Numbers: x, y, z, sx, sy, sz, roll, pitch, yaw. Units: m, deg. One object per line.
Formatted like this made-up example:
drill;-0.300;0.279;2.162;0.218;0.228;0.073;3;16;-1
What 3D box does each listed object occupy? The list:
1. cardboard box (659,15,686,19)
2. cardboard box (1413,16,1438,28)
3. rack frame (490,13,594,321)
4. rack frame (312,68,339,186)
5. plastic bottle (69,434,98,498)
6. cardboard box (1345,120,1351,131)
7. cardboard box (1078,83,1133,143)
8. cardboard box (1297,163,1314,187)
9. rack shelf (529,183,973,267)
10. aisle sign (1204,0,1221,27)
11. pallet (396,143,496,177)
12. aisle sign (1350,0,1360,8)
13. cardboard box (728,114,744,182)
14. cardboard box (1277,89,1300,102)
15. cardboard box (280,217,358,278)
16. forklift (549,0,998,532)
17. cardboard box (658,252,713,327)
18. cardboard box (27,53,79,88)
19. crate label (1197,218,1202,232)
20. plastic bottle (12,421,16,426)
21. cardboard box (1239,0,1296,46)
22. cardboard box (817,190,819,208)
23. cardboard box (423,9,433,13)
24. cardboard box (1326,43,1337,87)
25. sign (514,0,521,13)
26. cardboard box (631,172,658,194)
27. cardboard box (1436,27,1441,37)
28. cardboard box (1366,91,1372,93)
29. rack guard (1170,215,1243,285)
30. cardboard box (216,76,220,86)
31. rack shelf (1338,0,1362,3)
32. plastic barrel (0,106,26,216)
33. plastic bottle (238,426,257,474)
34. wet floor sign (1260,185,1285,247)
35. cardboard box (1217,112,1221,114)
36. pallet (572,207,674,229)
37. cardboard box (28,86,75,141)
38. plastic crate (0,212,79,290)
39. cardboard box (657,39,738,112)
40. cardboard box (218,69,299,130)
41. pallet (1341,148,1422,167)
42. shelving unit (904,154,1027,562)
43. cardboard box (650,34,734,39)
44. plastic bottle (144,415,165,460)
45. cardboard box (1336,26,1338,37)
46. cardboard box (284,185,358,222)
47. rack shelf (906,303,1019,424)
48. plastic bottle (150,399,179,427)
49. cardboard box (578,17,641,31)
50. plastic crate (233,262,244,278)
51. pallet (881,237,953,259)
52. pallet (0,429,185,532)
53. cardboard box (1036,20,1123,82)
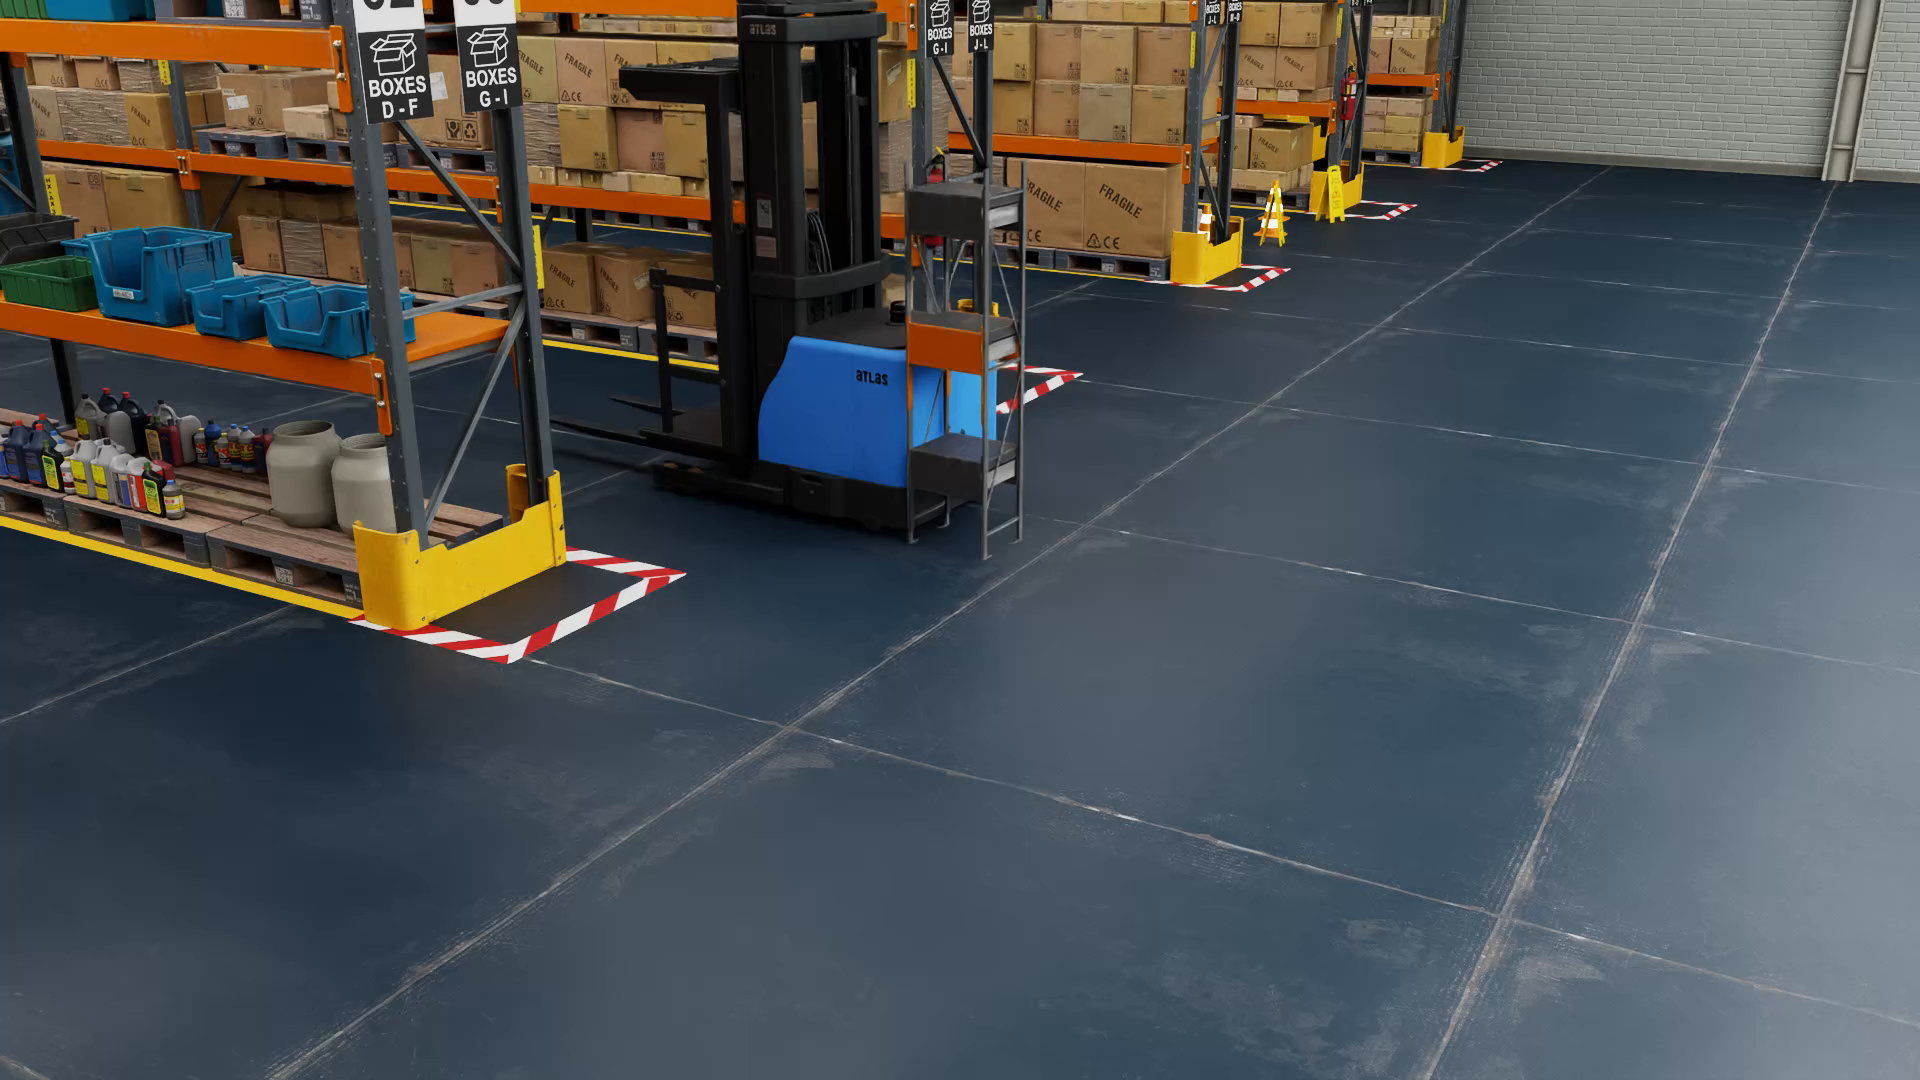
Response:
cardboard box;-4.099;-7.694;24.565;0.500;0.500;0.500;10;22;26
cardboard box;6.787;-7.552;24.251;0.250;0.149;0.380;11;23;27
rack frame;-3.540;-3.300;14.063;0.127;3.000;1.000;11;23;27
rack frame;-8.017;-6.090;21.755;0.127;3.000;1.000;11;23;27
plastic bottle;-4.918;-0.427;9.383;0.185;0.351;0.144;11;22;27
cardboard box;5.731;-6.357;25.175;0.500;0.250;0.500;10;22;26
cardboard box;1.622;-4.298;16.596;0.550;0.550;0.875;11;23;27
cardboard box;4.215;-4.706;21.357;0.500;0.250;0.500;11;22;27
rack shelf;-1.794;-2.629;13.269;4.000;0.370;1.077;11;23;27
aisle sign;2.375;-5.215;15.532;0.004;0.787;0.394;11;23;27
pallet;-4.137;-3.380;14.566;1.213;0.211;1.003;11;23;27
aisle sign;4.697;-6.710;19.653;0.004;0.787;0.394;11;23;27
cardboard box;-1.425;-3.065;12.832;0.500;0.500;0.875;11;23;27
cardboard box;4.079;-5.474;20.427;0.250;0.149;0.380;10;22;27
cardboard box;-5.947;-2.803;15.714;0.500;0.500;0.700;9;22;23
forklift;-1.285;-1.788;9.995;3.031;2.935;1.130;12;23;31
cardboard box;-2.127;-2.071;13.725;0.500;0.500;0.500;9;22;23
cardboard box;-8.819;-4.829;16.661;0.637;0.503;0.797;12;23;29
crate label;2.819;-3.652;19.232;0.298;0.136;0.250;0;20;-1
plastic bottle;-5.544;-0.558;9.843;0.133;0.283;0.061;11;23;27
cardboard box;3.794;-6.348;20.418;0.500;0.500;0.700;11;23;28
cardboard box;-0.859;-2.571;12.421;0.250;0.149;0.380;11;23;27
cardboard box;-8.449;-8.514;26.825;0.500;0.500;0.500;10;22;26
cardboard box;4.507;-5.933;20.740;0.500;0.500;0.500;10;22;26
sign;-2.192;-2.738;8.101;0.005;0.325;0.100;11;23;27
cardboard box;-2.396;-2.856;13.208;0.250;0.149;0.380;11;23;27
cardboard box;7.033;-7.549;24.679;0.250;0.149;0.380;10;22;26
cardboard box;6.006;-6.743;25.505;0.500;0.250;0.500;11;22;27
rack guard;2.480;-2.915;16.669;0.348;0.500;1.175;11;23;27
cardboard box;-9.781;-6.188;22.395;0.250;0.149;0.380;11;23;28
rack shelf;3.039;-6.989;20.891;4.000;0.370;1.077;11;23;27
plastic barrel;-6.145;-2.216;10.339;0.708;0.901;0.600;11;23;27
plastic bottle;-4.194;-0.536;9.799;0.097;0.271;0.097;0;20;0
wet floor sign;3.450;-3.572;18.267;0.232;0.644;0.267;7;21;18
cardboard box;3.158;-5.331;21.028;0.250;0.149;0.380;12;23;30
pallet;-3.874;-3.961;19.974;1.213;0.211;1.003;11;23;27
cardboard box;-8.915;-4.275;16.606;0.500;0.500;0.500;11;23;28
plastic crate;-5.561;-1.671;9.665;0.504;0.338;0.767;11;23;27
cardboard box;-1.956;-3.560;12.732;0.500;0.500;0.500;11;23;27
cardboard box;-6.541;-4.132;15.594;0.500;0.500;0.500;8;21;21
pallet;6.514;-5.867;25.230;1.213;0.211;1.003;11;23;27
shelving unit;0.029;-0.972;8.965;0.503;2.100;0.431;13;23;31
cardboard box;-2.140;-3.798;13.387;0.500;0.500;0.500;11;23;27
plastic bottle;-4.831;-0.614;9.996;0.133;0.283;0.061;11;23;27
cardboard box;5.631;-7.595;24.807;0.250;0.149;0.380;11;23;28
cardboard box;-5.965;-3.162;15.603;0.500;0.250;0.500;14;24;33
rack shelf;0.029;-0.959;8.970;0.480;0.518;0.431;13;23;31
plastic bottle;-4.803;-0.680;10.081;0.185;0.351;0.144;11;22;27
cardboard box;-4.138;-5.864;19.520;0.500;0.500;0.700;11;23;27
plastic crate;-4.415;-1.507;9.507;0.437;0.136;0.530;11;23;27
pallet;-0.407;-3.299;18.150;1.213;0.211;1.003;11;23;27
pallet;-5.390;-0.390;10.132;1.213;0.211;1.003;11;23;27
cardboard box;1.206;-4.943;16.791;0.550;0.550;0.875;11;23;27
